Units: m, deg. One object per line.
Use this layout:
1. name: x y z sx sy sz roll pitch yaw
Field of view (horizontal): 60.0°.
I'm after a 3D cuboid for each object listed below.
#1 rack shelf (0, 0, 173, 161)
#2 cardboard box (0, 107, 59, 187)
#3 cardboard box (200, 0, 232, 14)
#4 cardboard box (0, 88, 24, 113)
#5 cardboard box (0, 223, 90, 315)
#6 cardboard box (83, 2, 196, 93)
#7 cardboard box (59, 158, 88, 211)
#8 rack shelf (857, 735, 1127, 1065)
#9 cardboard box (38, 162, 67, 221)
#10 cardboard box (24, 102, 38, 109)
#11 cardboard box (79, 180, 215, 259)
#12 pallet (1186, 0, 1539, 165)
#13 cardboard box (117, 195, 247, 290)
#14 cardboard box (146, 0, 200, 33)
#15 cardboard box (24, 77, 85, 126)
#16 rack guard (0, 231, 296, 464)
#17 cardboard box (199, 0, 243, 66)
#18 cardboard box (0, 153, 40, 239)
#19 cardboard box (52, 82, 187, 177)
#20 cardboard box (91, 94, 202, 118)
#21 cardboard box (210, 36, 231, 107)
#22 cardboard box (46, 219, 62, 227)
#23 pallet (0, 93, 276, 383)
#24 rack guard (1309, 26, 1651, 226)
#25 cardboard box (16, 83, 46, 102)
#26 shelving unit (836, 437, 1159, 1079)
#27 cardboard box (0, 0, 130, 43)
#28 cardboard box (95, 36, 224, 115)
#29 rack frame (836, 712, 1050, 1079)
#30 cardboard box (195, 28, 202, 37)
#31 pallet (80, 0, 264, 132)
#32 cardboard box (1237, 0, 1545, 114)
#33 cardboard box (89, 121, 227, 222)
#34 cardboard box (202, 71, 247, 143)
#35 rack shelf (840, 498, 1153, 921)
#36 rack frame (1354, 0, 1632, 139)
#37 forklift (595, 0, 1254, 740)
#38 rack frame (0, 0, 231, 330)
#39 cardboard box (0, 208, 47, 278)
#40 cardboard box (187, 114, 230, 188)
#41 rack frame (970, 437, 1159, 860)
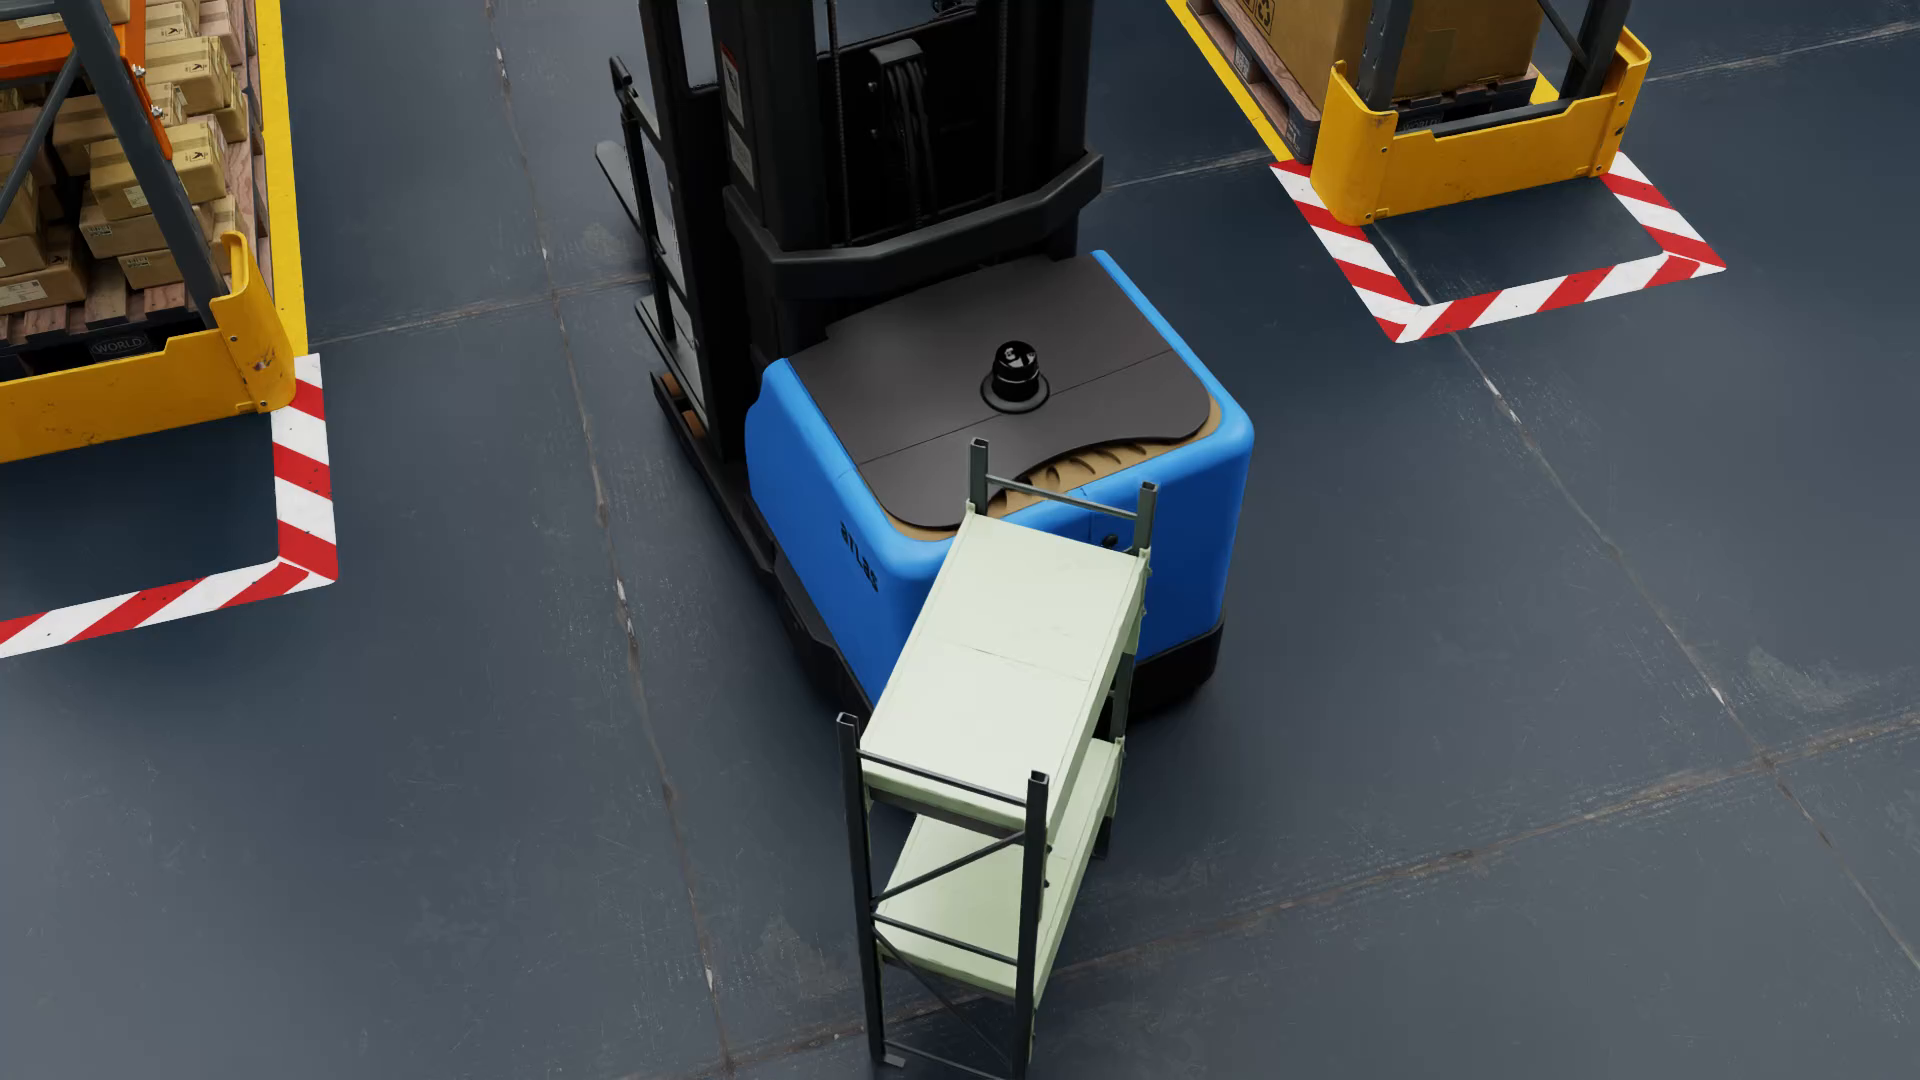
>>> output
1. rack shelf: -3.425 -2.588 5.940 1.077 0.370 4.000 -13 51 -11
2. cardboard box: -3.252 -1.293 5.579 0.380 0.149 0.250 -12 51 -10
3. cardboard box: -3.153 -2.157 6.697 0.380 0.149 0.250 -13 51 -11
4. cardboard box: -3.450 -1.453 5.714 0.380 0.149 0.250 -14 51 -12
5. cardboard box: -3.188 -0.913 5.647 0.380 0.149 0.250 -13 51 -10
6. cardboard box: -2.965 -1.776 5.986 0.380 0.149 0.250 -16 52 -13
7. cardboard box: -3.357 -1.290 5.966 0.380 0.149 0.250 -14 51 -11
8. rack shelf: 0.090 0.801 4.020 0.431 0.370 0.720 15 52 12
9. cardboard box: -3.288 -1.195 5.691 0.380 0.149 0.250 -14 51 -12
10. cardboard box: -3.418 -1.371 5.840 0.380 0.149 0.250 -15 52 -12
11. cardboard box: -2.743 -1.112 5.621 0.380 0.149 0.250 -11 51 -9
12. pallet: 1.623 -2.074 6.860 1.003 0.211 1.213 -13 51 -11
13. cardboard box: -2.683 -1.030 5.747 0.380 0.149 0.250 -12 51 -10
14. cardboard box: -3.038 -1.981 6.159 0.380 0.149 0.250 -12 51 -10
15. cardboard box: -3.399 -1.591 6.025 0.380 0.149 0.250 -14 51 -11
16. rack guard: -2.856 -0.609 5.436 1.175 0.500 0.348 -13 51 -11
17. cardboard box: -3.046 -1.961 6.531 0.380 0.149 0.250 -16 52 -13
18. cardboard box: -3.232 -1.096 5.413 0.380 0.149 0.250 -13 51 -11
19. cardboard box: -2.860 -1.401 5.670 0.380 0.149 0.250 -12 51 -10
20. cardboard box: -2.927 -1.484 5.934 0.380 0.149 0.250 -13 51 -11
21. cardboard box: -2.899 -1.695 6.113 0.380 0.149 0.250 -12 51 -10
22. cardboard box: -3.361 -1.078 5.787 0.380 0.149 0.250 -12 51 -10
23. pallet: -3.062 -1.117 6.054 1.003 0.211 1.213 -13 51 -11
24. rack guard: 1.942 -1.583 6.258 1.175 0.500 0.348 -13 51 -11
25. cardboard box: -3.466 -1.657 5.886 0.380 0.149 0.250 -15 52 -12
26. shelving unit: 0.090 0.591 3.771 0.431 1.500 0.755 15 52 12
27. cardboard box: -2.616 -1.589 4.792 0.380 0.149 0.250 -14 51 -11
28. cardboard box: -2.813 -1.614 5.849 0.380 0.149 0.250 -13 51 -11
29. rack frame: -0.033 0.855 3.549 0.400 1.500 0.023 15 52 12
30. cardboard box: -3.069 -1.868 6.258 0.380 0.149 0.250 -16 52 -13
31. pallet: -3.420 -2.006 6.803 1.003 0.211 1.213 -13 51 -11
32. cardboard box: 1.669 -2.306 6.347 0.875 0.875 0.875 -13 51 -11
33. cardboard box: -2.664 -1.227 5.523 0.380 0.149 0.250 -15 52 -13
34. cardboard box: -2.889 -1.594 6.222 0.380 0.149 0.250 -13 51 -11
35. rack shelf: 0.090 0.339 3.473 0.431 0.370 0.720 15 52 12
36. rack frame: 1.934 -2.407 5.317 1.000 3.000 0.127 -13 51 -11
37. forklift: -0.373 -1.363 4.482 1.130 2.935 3.031 -21 53 -17
38. rack frame: -2.834 -1.359 4.434 1.000 3.000 0.127 -13 51 -11
39. cardboard box: -3.262 -0.992 5.520 0.380 0.149 0.250 -15 51 -12
40. cardboard box: -2.770 -1.325 5.800 0.380 0.149 0.250 -14 51 -11
41. rack frame: 0.213 0.327 3.993 0.400 1.500 0.023 15 52 12
